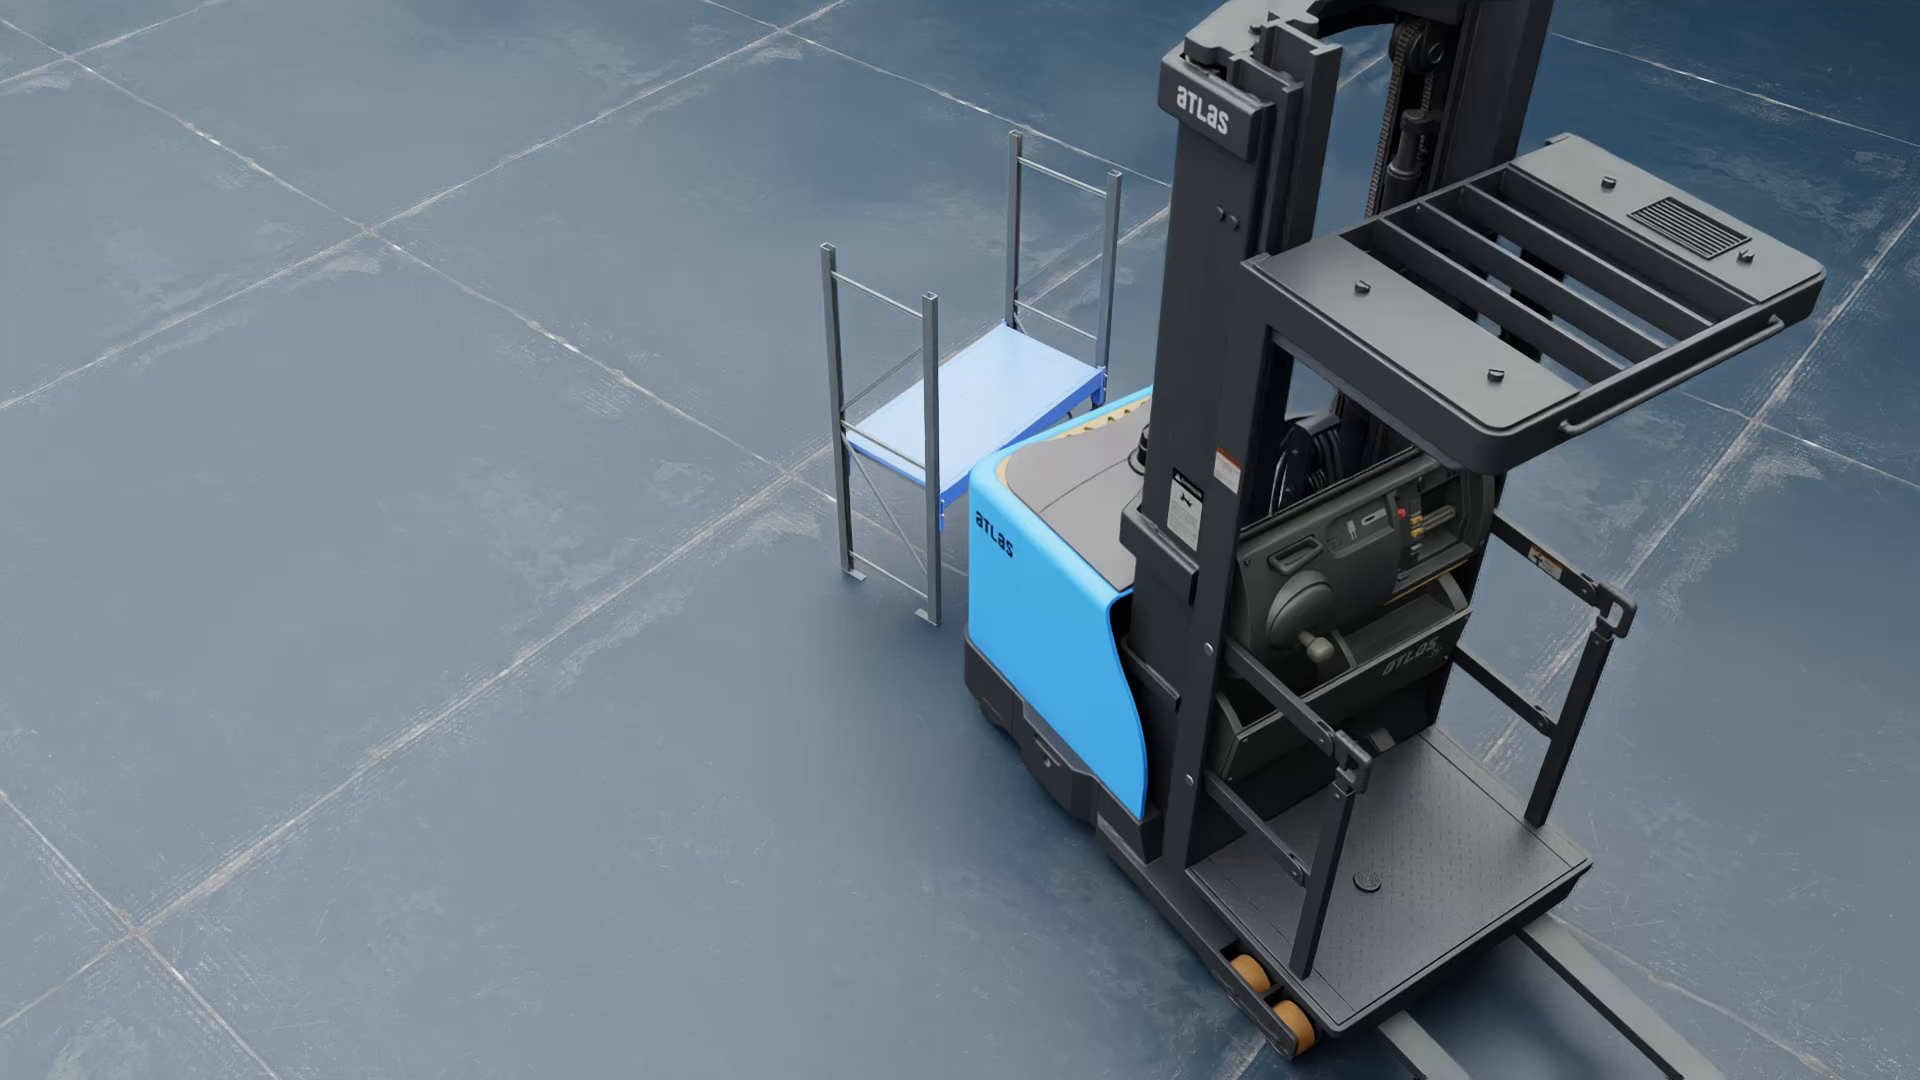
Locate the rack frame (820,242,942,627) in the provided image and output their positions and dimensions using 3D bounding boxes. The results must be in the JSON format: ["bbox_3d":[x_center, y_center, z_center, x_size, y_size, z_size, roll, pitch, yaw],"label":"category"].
[{"bbox_3d":[-0.272,-0.337,6.006,0.500,1.500,0.032,29,50,28],"label":"rack frame"}]

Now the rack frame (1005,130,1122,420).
[{"bbox_3d":[0.382,-0.861,6.582,0.500,1.500,0.032,29,50,28],"label":"rack frame"}]

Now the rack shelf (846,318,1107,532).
[{"bbox_3d":[0.055,-0.466,6.415,0.538,0.185,1.000,29,50,28],"label":"rack shelf"}]

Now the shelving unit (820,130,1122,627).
[{"bbox_3d":[0.055,-0.599,6.294,0.538,1.500,1.048,29,50,28],"label":"shelving unit"}]

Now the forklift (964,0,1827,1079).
[{"bbox_3d":[1.250,0.104,4.457,1.130,2.935,3.031,-24,48,-24],"label":"forklift"}]
